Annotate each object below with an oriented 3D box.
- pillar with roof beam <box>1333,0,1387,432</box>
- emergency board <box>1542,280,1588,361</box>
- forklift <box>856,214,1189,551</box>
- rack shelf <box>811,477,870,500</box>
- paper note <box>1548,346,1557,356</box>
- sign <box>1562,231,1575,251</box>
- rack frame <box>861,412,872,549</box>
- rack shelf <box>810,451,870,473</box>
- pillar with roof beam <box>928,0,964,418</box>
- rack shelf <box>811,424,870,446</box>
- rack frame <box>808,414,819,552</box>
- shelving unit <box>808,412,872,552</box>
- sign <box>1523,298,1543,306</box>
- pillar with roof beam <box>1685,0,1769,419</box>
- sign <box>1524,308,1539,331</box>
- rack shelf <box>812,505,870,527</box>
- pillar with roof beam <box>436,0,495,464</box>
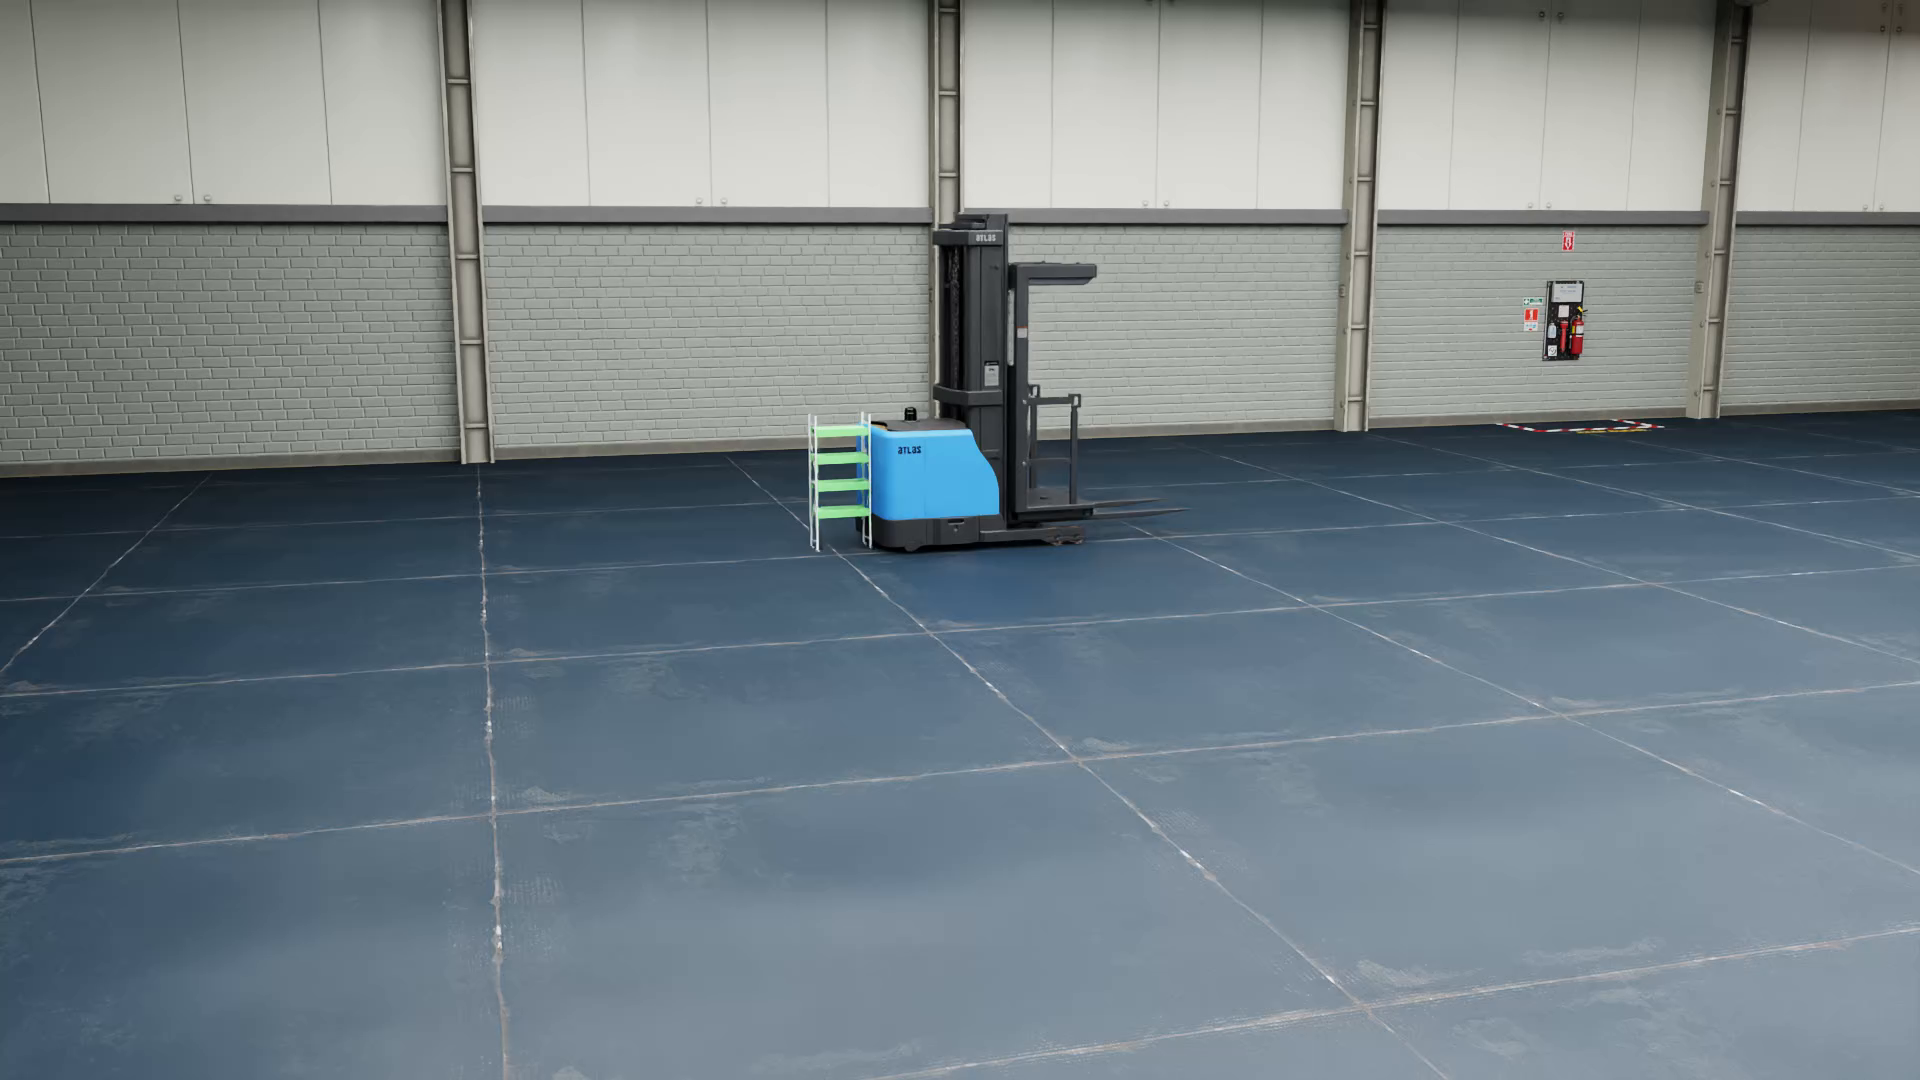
[{"bbox_3d":[6.788,-5.248,18.904,0.400,9.000,9.100,-3,11,-16],"label":"pillar with roof beam"},{"bbox_3d":[8.962,-3.231,24.518,0.643,1.169,0.194,-3,11,-16],"label":"emergency board"},{"bbox_3d":[0.612,-1.480,15.193,3.031,2.935,1.130,-4,11,-19],"label":"forklift"},{"bbox_3d":[-1.065,-0.457,14.772,0.480,0.148,0.258,-4,11,-19],"label":"rack shelf"},{"bbox_3d":[8.773,-2.801,24.615,0.142,0.148,0.016,-3,11,-16],"label":"paper note"},{"bbox_3d":[8.926,-4.388,24.400,0.199,0.298,0.001,-3,11,-16],"label":"sign"},{"bbox_3d":[-0.834,-0.534,14.839,0.015,1.200,0.240,-4,11,-19],"label":"rack frame"},{"bbox_3d":[-1.065,-0.693,14.728,0.480,0.148,0.258,-4,11,-19],"label":"rack shelf"},{"bbox_3d":[1.027,-4.945,17.255,0.400,9.000,9.100,-3,11,-16],"label":"pillar with roof beam"},{"bbox_3d":[-1.065,-0.929,14.685,0.480,0.148,0.258,-4,11,-19],"label":"rack shelf"},{"bbox_3d":[-1.295,-0.505,14.682,0.015,1.200,0.240,-4,11,-19],"label":"rack frame"},{"bbox_3d":[-1.065,-0.520,14.760,0.503,1.200,0.258,-4,11,-19],"label":"shelving unit"},{"bbox_3d":[8.409,-3.498,24.405,0.331,0.109,0.001,-3,11,-16],"label":"sign"},{"bbox_3d":[12.548,-5.552,20.553,0.548,9.000,9.100,-3,11,-16],"label":"pillar with roof beam"},{"bbox_3d":[8.402,-3.239,24.461,0.234,0.329,0.001,-3,11,-16],"label":"sign"},{"bbox_3d":[-1.065,-0.221,14.815,0.480,0.148,0.258,-4,11,-19],"label":"rack shelf"},{"bbox_3d":[-4.734,-4.641,15.605,0.400,9.000,9.100,-3,11,-16],"label":"pillar with roof beam"}]
